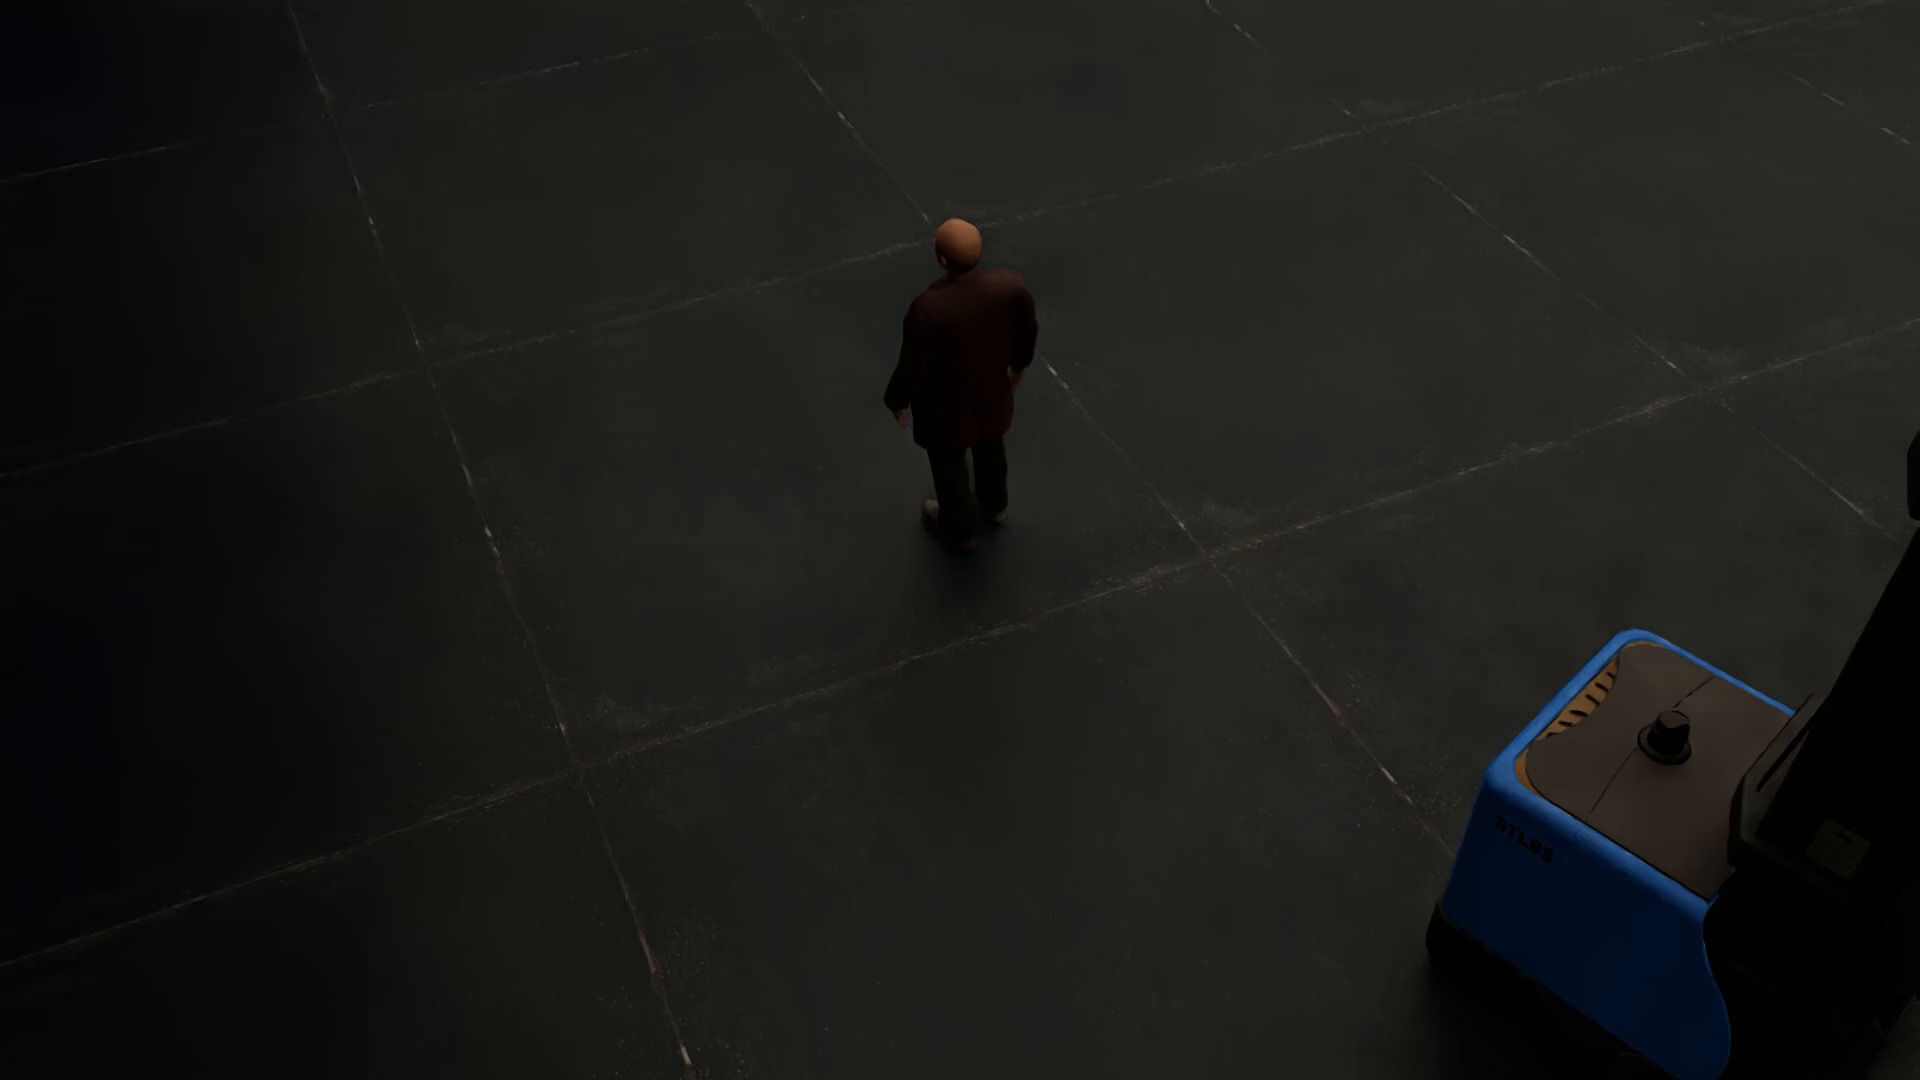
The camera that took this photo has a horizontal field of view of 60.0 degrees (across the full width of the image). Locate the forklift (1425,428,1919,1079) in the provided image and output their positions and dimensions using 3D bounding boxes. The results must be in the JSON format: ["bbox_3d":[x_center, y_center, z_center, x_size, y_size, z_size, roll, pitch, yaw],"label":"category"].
[{"bbox_3d":[3.115,0.948,4.665,3.031,2.935,1.130,34,53,31],"label":"forklift"}]

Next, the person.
[{"bbox_3d":[-0.034,-0.713,7.279,0.694,1.776,0.580,-18,46,-18],"label":"person"}]
